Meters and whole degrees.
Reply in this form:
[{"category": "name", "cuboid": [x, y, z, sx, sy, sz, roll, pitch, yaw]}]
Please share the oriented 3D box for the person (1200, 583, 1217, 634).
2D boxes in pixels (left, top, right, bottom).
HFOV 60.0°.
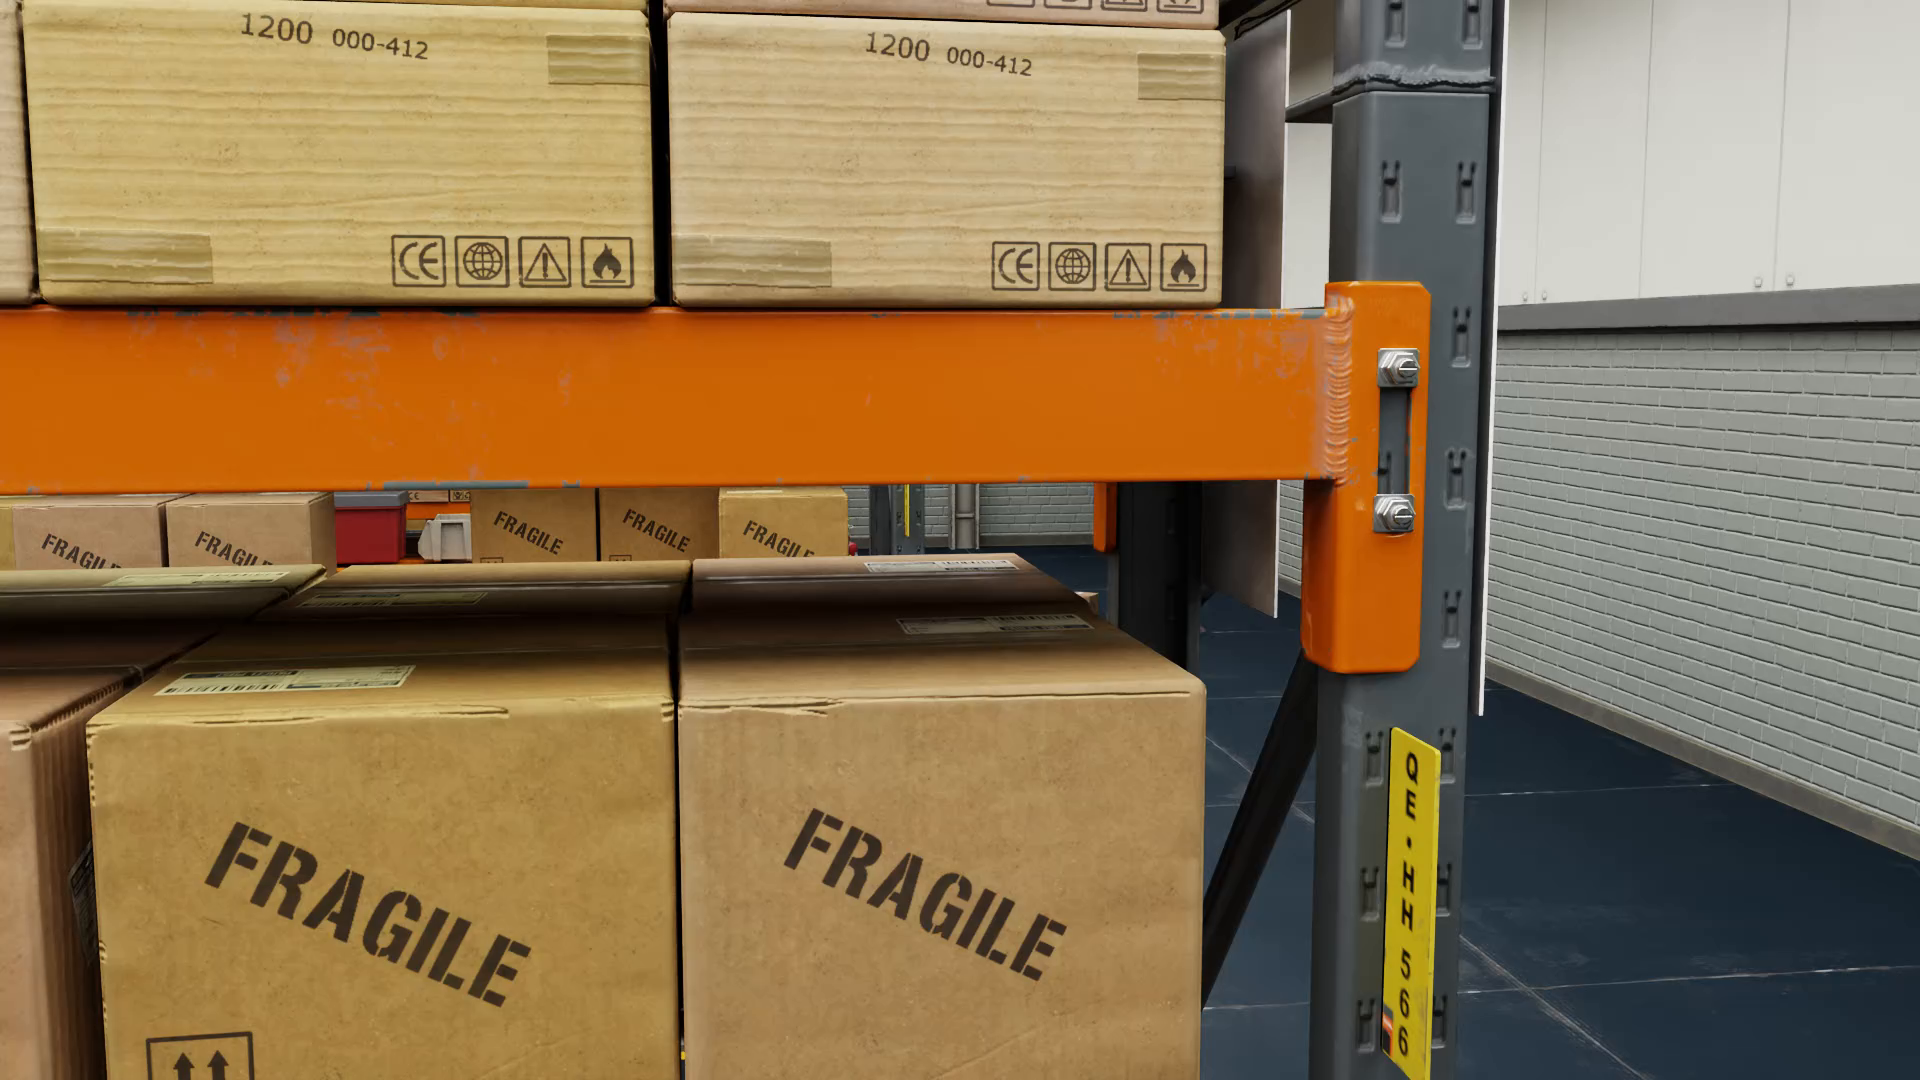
[{"category": "person", "cuboid": [2.278, 0.086, 15.999, 0.430, 1.664, 0.452, 4, 8, 33]}]
